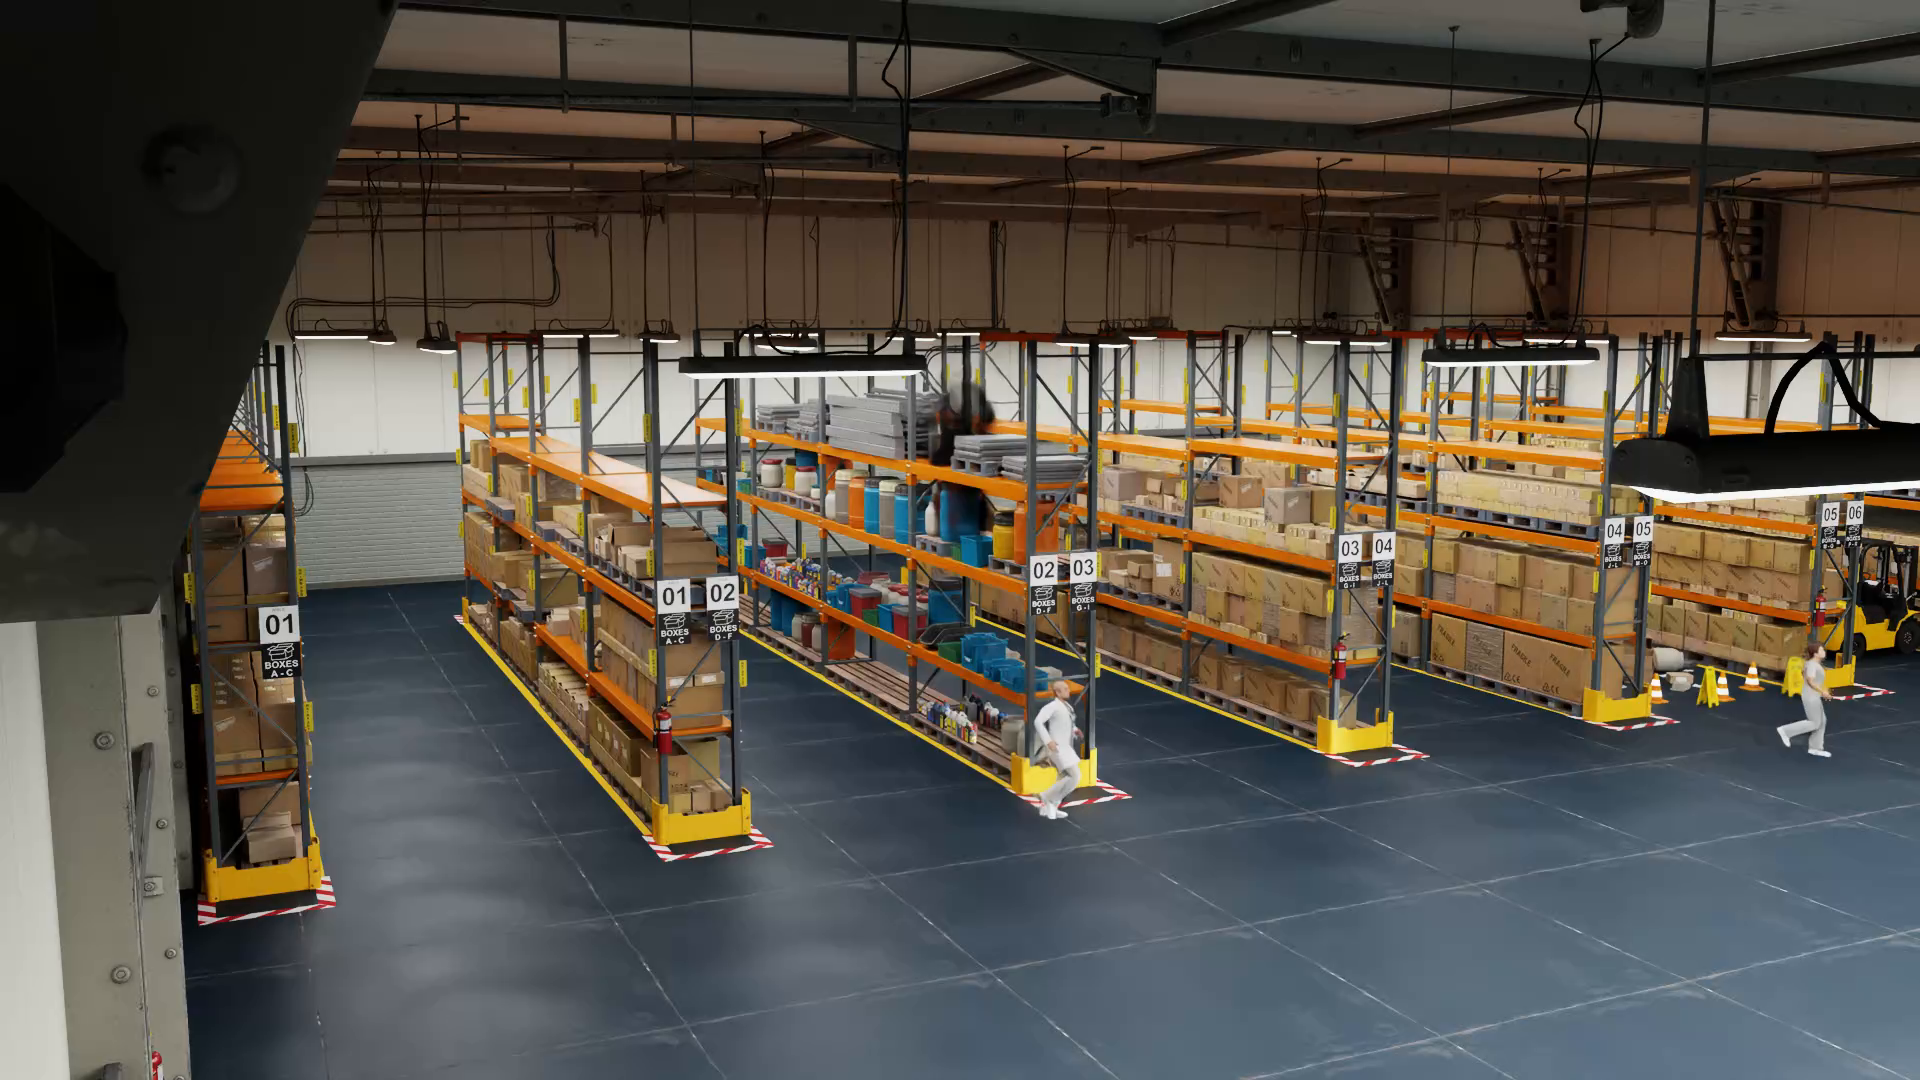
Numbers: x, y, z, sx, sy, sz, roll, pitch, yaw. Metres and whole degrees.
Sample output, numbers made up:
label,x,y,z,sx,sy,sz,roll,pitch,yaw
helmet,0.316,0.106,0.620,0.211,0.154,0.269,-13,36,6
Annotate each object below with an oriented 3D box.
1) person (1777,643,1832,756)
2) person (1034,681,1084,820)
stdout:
label,x,y,z,sx,sy,sz,roll,pitch,yaw
person,12.267,2.295,24.088,0.734,1.654,0.572,3,8,22
person,1.288,2.643,21.004,0.576,1.722,0.735,2,8,17
